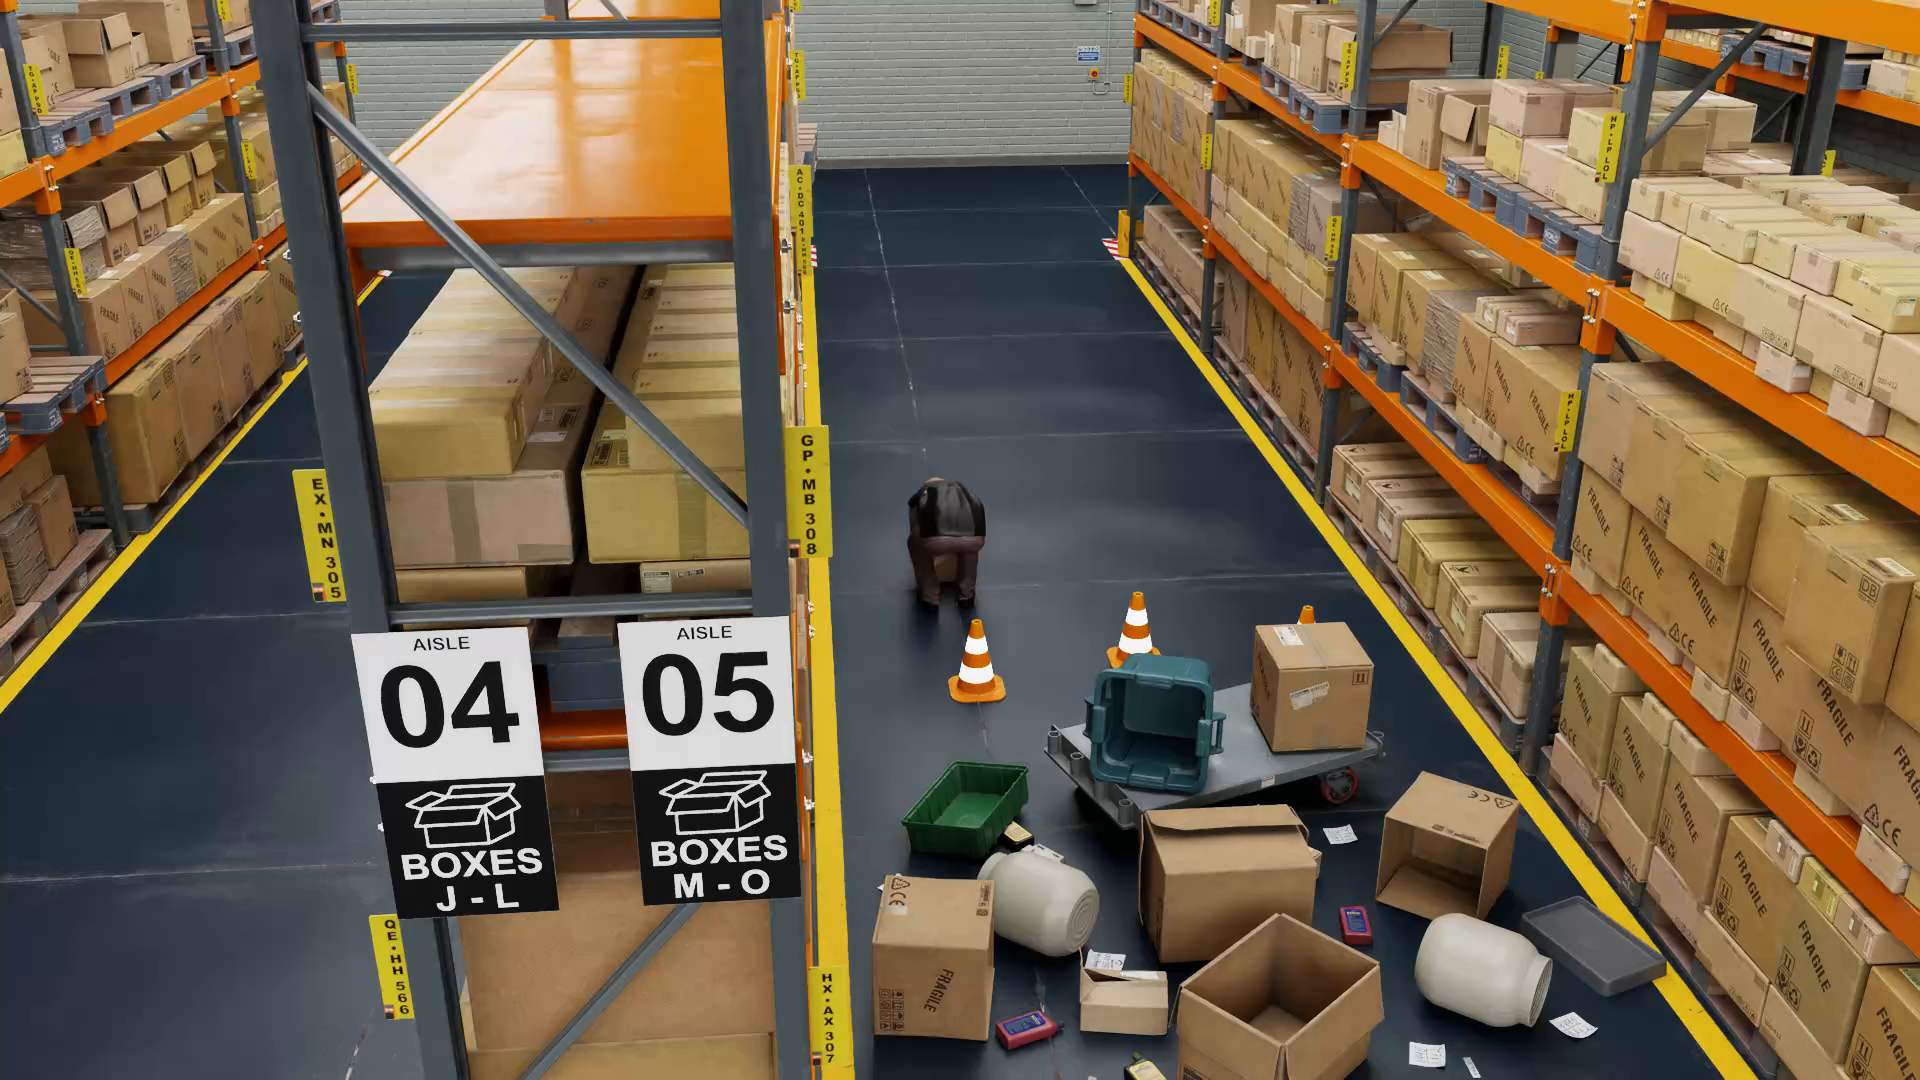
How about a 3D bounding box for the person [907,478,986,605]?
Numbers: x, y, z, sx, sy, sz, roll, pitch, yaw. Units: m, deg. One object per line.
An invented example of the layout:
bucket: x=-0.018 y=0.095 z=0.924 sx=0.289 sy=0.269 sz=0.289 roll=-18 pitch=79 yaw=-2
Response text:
person: x=-0.105 y=-0.007 z=11.269 sx=0.507 sy=0.860 sz=0.954 roll=-3 pitch=24 yaw=-7
